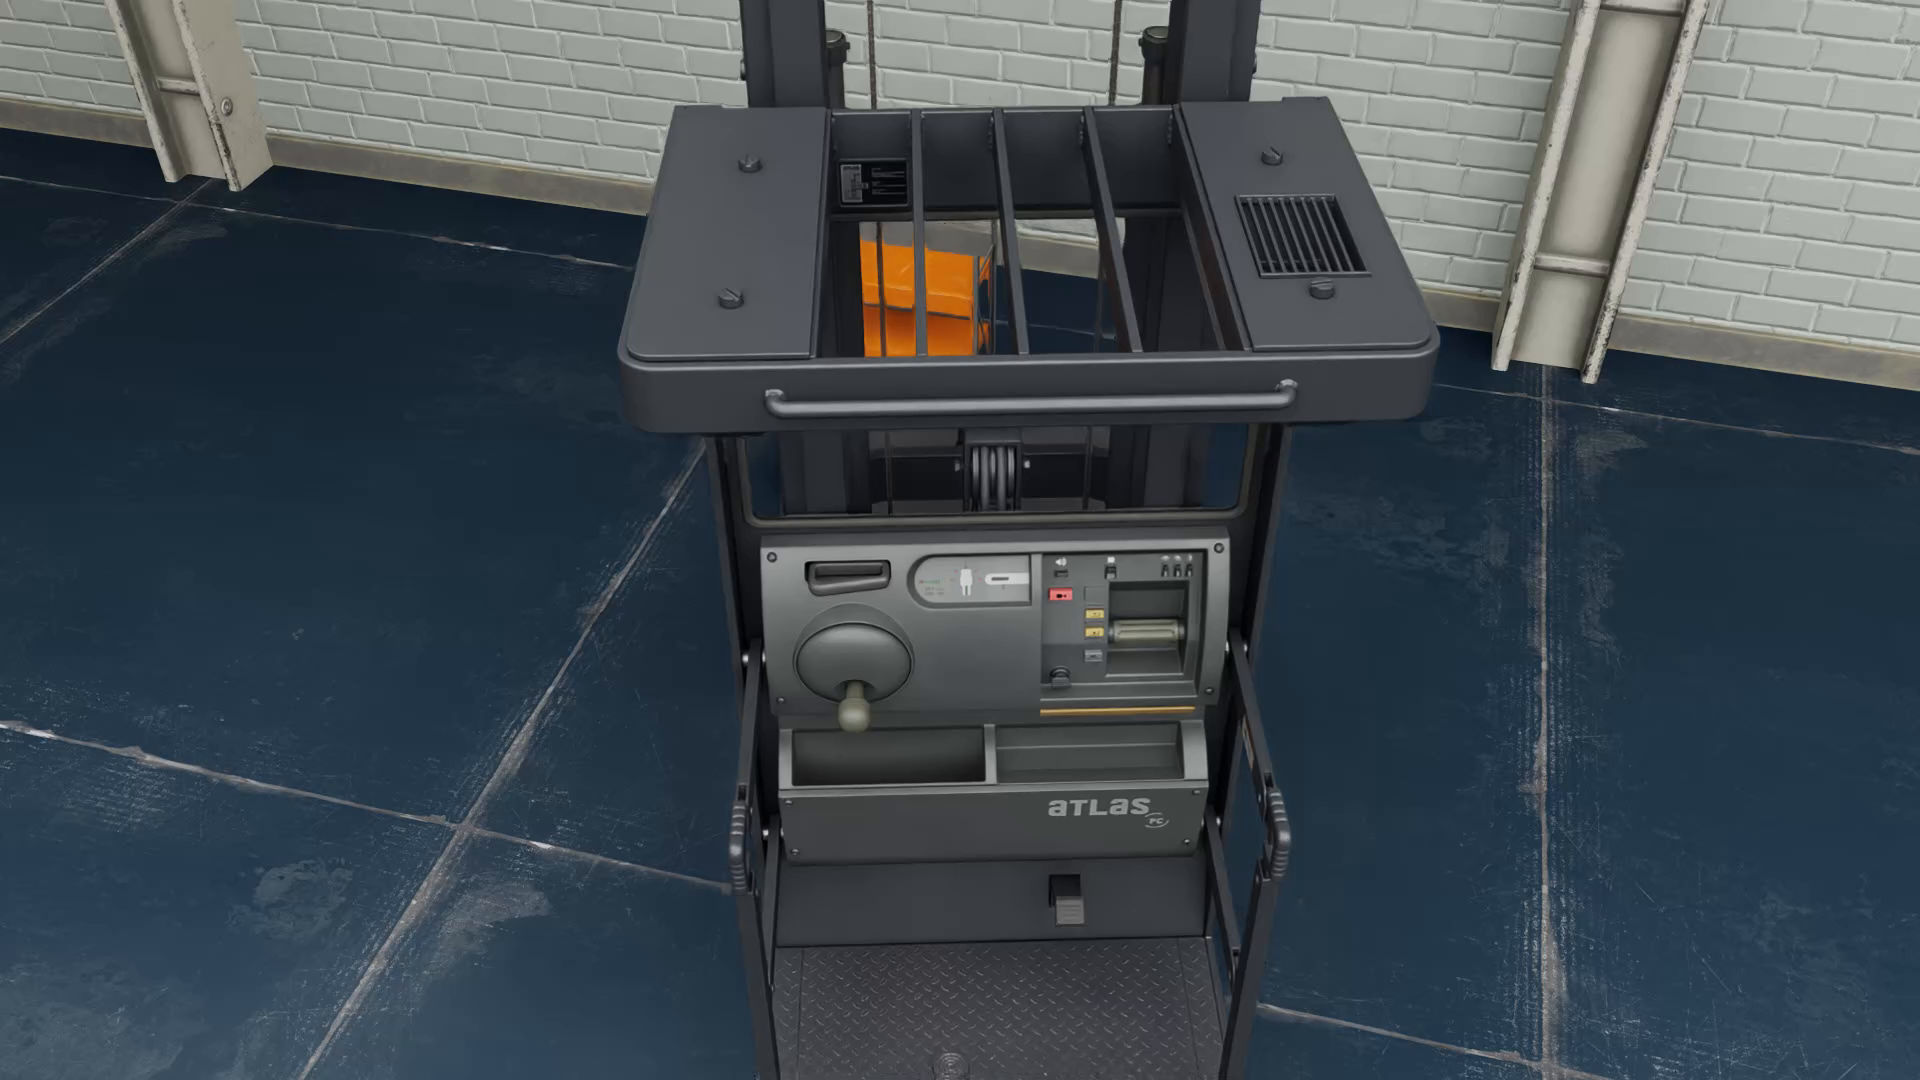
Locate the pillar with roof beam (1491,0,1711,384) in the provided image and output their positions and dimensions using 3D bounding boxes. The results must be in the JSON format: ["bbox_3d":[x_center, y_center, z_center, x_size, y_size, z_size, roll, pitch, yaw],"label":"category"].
[{"bbox_3d":[1.213,-1.507,0.548,0.400,9.000,9.100,10,41,11],"label":"pillar with roof beam"}]

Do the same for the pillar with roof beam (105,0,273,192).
[{"bbox_3d":[-4.583,-2.505,1.735,0.400,9.000,9.100,10,41,11],"label":"pillar with roof beam"}]

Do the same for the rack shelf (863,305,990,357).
[{"bbox_3d":[-0.160,-0.607,5.296,0.480,0.148,0.258,10,41,11],"label":"rack shelf"}]

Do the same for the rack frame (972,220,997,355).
[{"bbox_3d":[0.076,-0.446,5.349,0.015,1.200,0.240,10,41,11],"label":"rack frame"}]

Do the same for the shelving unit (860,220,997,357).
[{"bbox_3d":[-0.160,-0.487,5.397,0.503,1.200,0.258,10,41,11],"label":"shelving unit"}]

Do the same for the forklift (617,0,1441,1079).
[{"bbox_3d":[0.081,0.258,3.164,1.130,2.935,3.031,-1,40,-1],"label":"forklift"}]

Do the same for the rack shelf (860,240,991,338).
[{"bbox_3d":[-0.160,-0.788,5.144,0.480,0.148,0.258,10,41,11],"label":"rack shelf"}]
